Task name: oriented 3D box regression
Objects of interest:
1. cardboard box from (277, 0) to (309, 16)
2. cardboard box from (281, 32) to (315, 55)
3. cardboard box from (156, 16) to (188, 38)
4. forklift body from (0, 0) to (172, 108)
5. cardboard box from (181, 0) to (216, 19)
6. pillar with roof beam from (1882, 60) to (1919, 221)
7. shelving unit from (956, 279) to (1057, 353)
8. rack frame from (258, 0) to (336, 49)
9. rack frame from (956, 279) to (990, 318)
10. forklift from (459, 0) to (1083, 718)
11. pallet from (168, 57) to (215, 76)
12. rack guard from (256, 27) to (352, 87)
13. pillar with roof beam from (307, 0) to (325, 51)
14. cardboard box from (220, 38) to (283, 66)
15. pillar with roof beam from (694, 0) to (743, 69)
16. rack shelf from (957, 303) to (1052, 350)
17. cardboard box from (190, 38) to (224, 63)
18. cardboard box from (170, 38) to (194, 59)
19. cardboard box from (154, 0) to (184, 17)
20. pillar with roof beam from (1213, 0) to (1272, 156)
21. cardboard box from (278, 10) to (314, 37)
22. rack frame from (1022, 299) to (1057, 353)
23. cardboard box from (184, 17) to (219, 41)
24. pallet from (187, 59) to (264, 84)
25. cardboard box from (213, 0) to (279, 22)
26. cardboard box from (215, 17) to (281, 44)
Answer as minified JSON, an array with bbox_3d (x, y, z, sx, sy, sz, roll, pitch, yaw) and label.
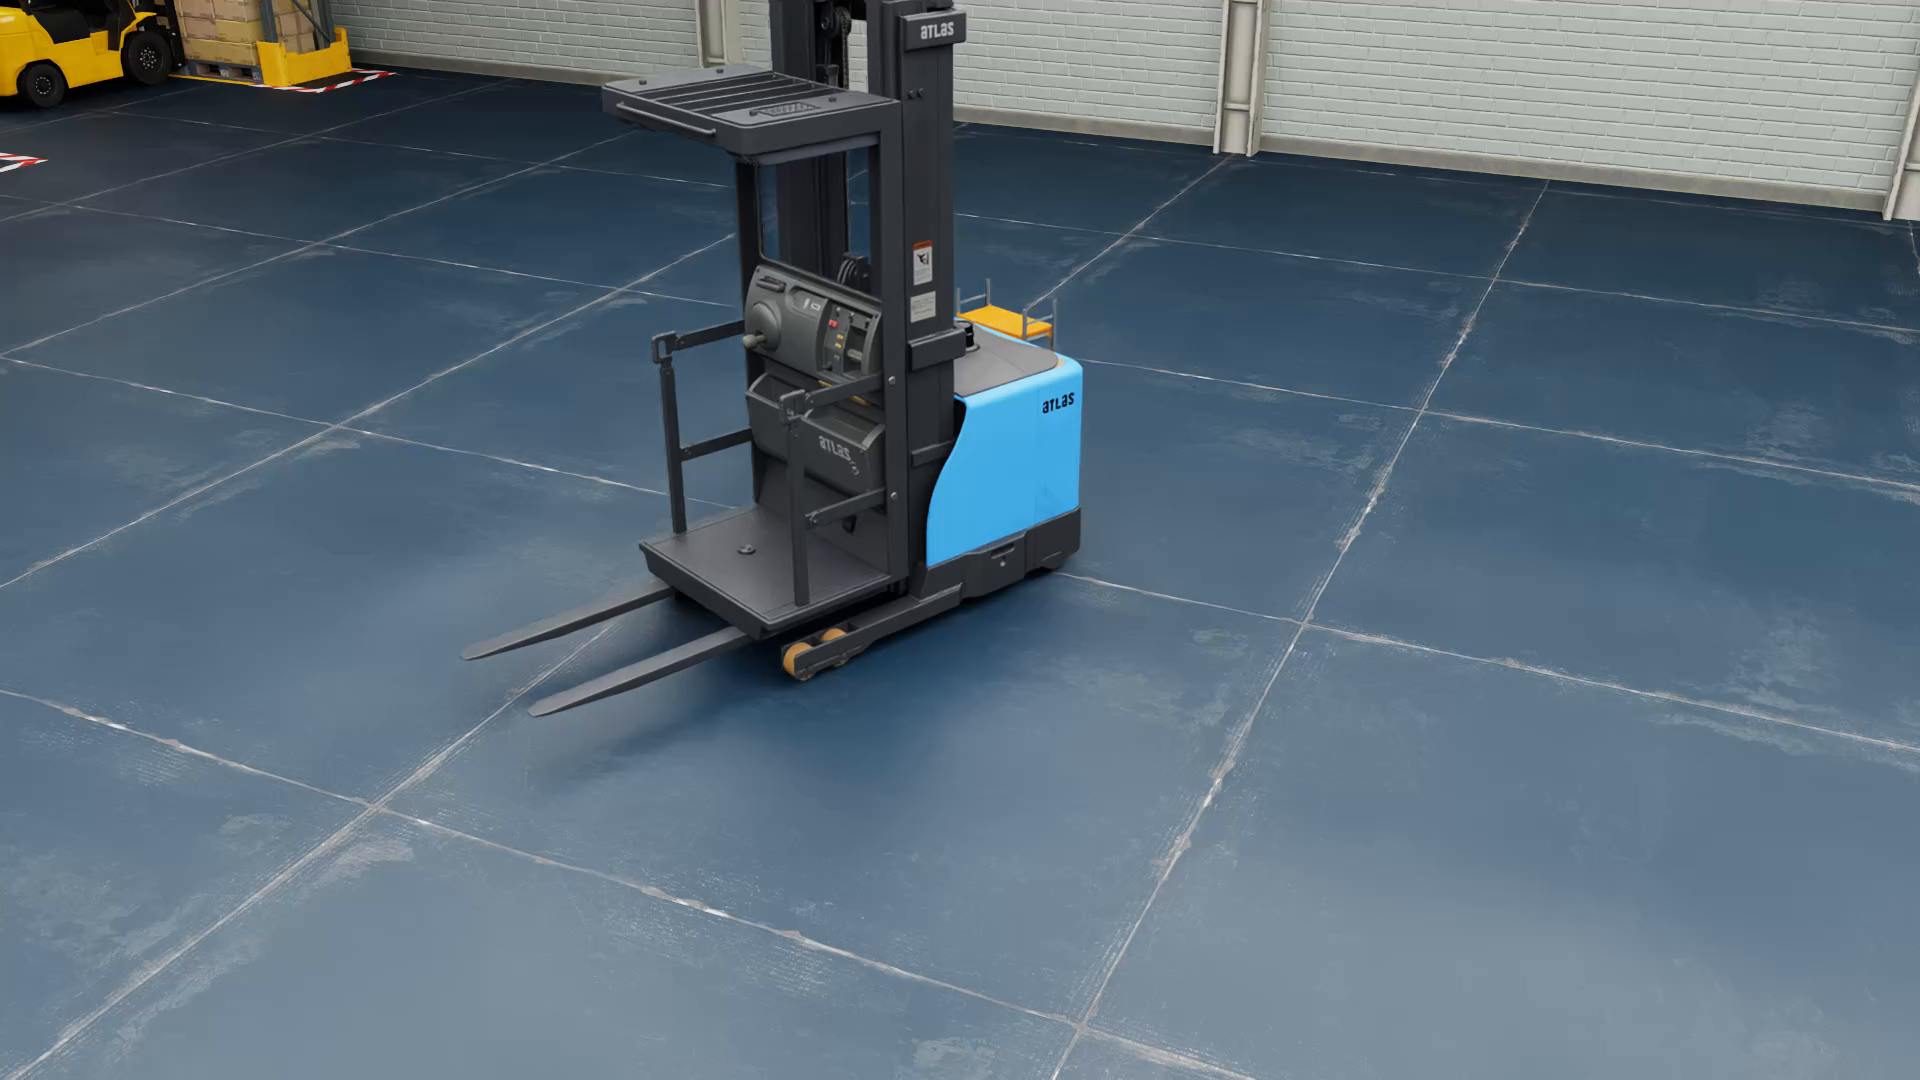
[{"bbox_3d":[-8.254,-6.511,20.085,0.500,0.250,0.500,11,28,21],"label":"cardboard box"},{"bbox_3d":[-8.261,-6.067,20.315,0.500,0.250,0.500,11,28,22],"label":"cardboard box"},{"bbox_3d":[-9.398,-6.268,20.157,0.500,0.250,0.500,11,28,21],"label":"cardboard box"},{"bbox_3d":[-10.377,-6.176,18.860,1.214,2.155,2.313,11,28,22],"label":"forklift body"},{"bbox_3d":[-8.911,-6.397,19.853,0.500,0.250,0.500,12,29,23],"label":"cardboard box"},{"bbox_3d":[6.448,-5.103,8.927,0.400,9.000,9.100,11,28,22],"label":"pillar with roof beam"},{"bbox_3d":[0.238,-0.739,8.893,0.258,1.200,0.503,-23,34,-39],"label":"shelving unit"},{"bbox_3d":[-7.895,-6.944,19.458,0.127,3.000,1.000,11,28,22],"label":"rack frame"},{"bbox_3d":[0.068,-0.817,9.051,0.240,1.200,0.015,-23,34,-39],"label":"rack frame"},{"bbox_3d":[-0.826,-0.946,7.354,3.031,2.935,1.130,-21,33,-36],"label":"forklift"},{"bbox_3d":[-9.715,-6.040,20.778,1.213,0.211,1.003,11,28,22],"label":"pallet"},{"bbox_3d":[-7.873,-5.818,20.001,0.348,0.500,1.175,11,28,22],"label":"rack guard"},{"bbox_3d":[-9.938,-8.394,15.612,0.400,9.000,9.100,11,28,22],"label":"pillar with roof beam"},{"bbox_3d":[-8.454,-5.858,19.889,0.500,0.250,0.500,12,28,22],"label":"cardboard box"},{"bbox_3d":[-4.476,-7.297,13.384,0.400,9.000,9.100,11,28,22],"label":"pillar with roof beam"},{"bbox_3d":[0.238,-1.092,8.720,0.258,0.148,0.480,-23,34,-39],"label":"rack shelf"},{"bbox_3d":[-8.902,-5.952,20.082,0.500,0.250,0.500,11,28,22],"label":"cardboard box"},{"bbox_3d":[-9.354,-6.047,20.275,0.500,0.250,0.500,12,29,22],"label":"cardboard box"},{"bbox_3d":[-9.374,-6.485,20.032,0.500,0.250,0.500,12,29,22],"label":"cardboard box"},{"bbox_3d":[0.986,-6.200,11.155,0.400,9.000,9.100,11,28,22],"label":"pillar with roof beam"},{"bbox_3d":[-8.237,-6.293,20.206,0.500,0.250,0.500,12,29,23],"label":"cardboard box"},{"bbox_3d":[0.408,-0.662,8.736,0.240,1.200,0.015,-23,34,-39],"label":"rack frame"},{"bbox_3d":[-8.920,-6.182,19.983,0.500,0.250,0.500,11,28,21],"label":"cardboard box"},{"bbox_3d":[-8.609,-5.816,20.324,1.213,0.211,1.003,11,28,22],"label":"pallet"},{"bbox_3d":[-8.443,-6.306,19.668,0.500,0.250,0.500,12,29,24],"label":"cardboard box"},{"bbox_3d":[-8.468,-6.086,19.788,0.500,0.250,0.500,11,28,21],"label":"cardboard box"}]
